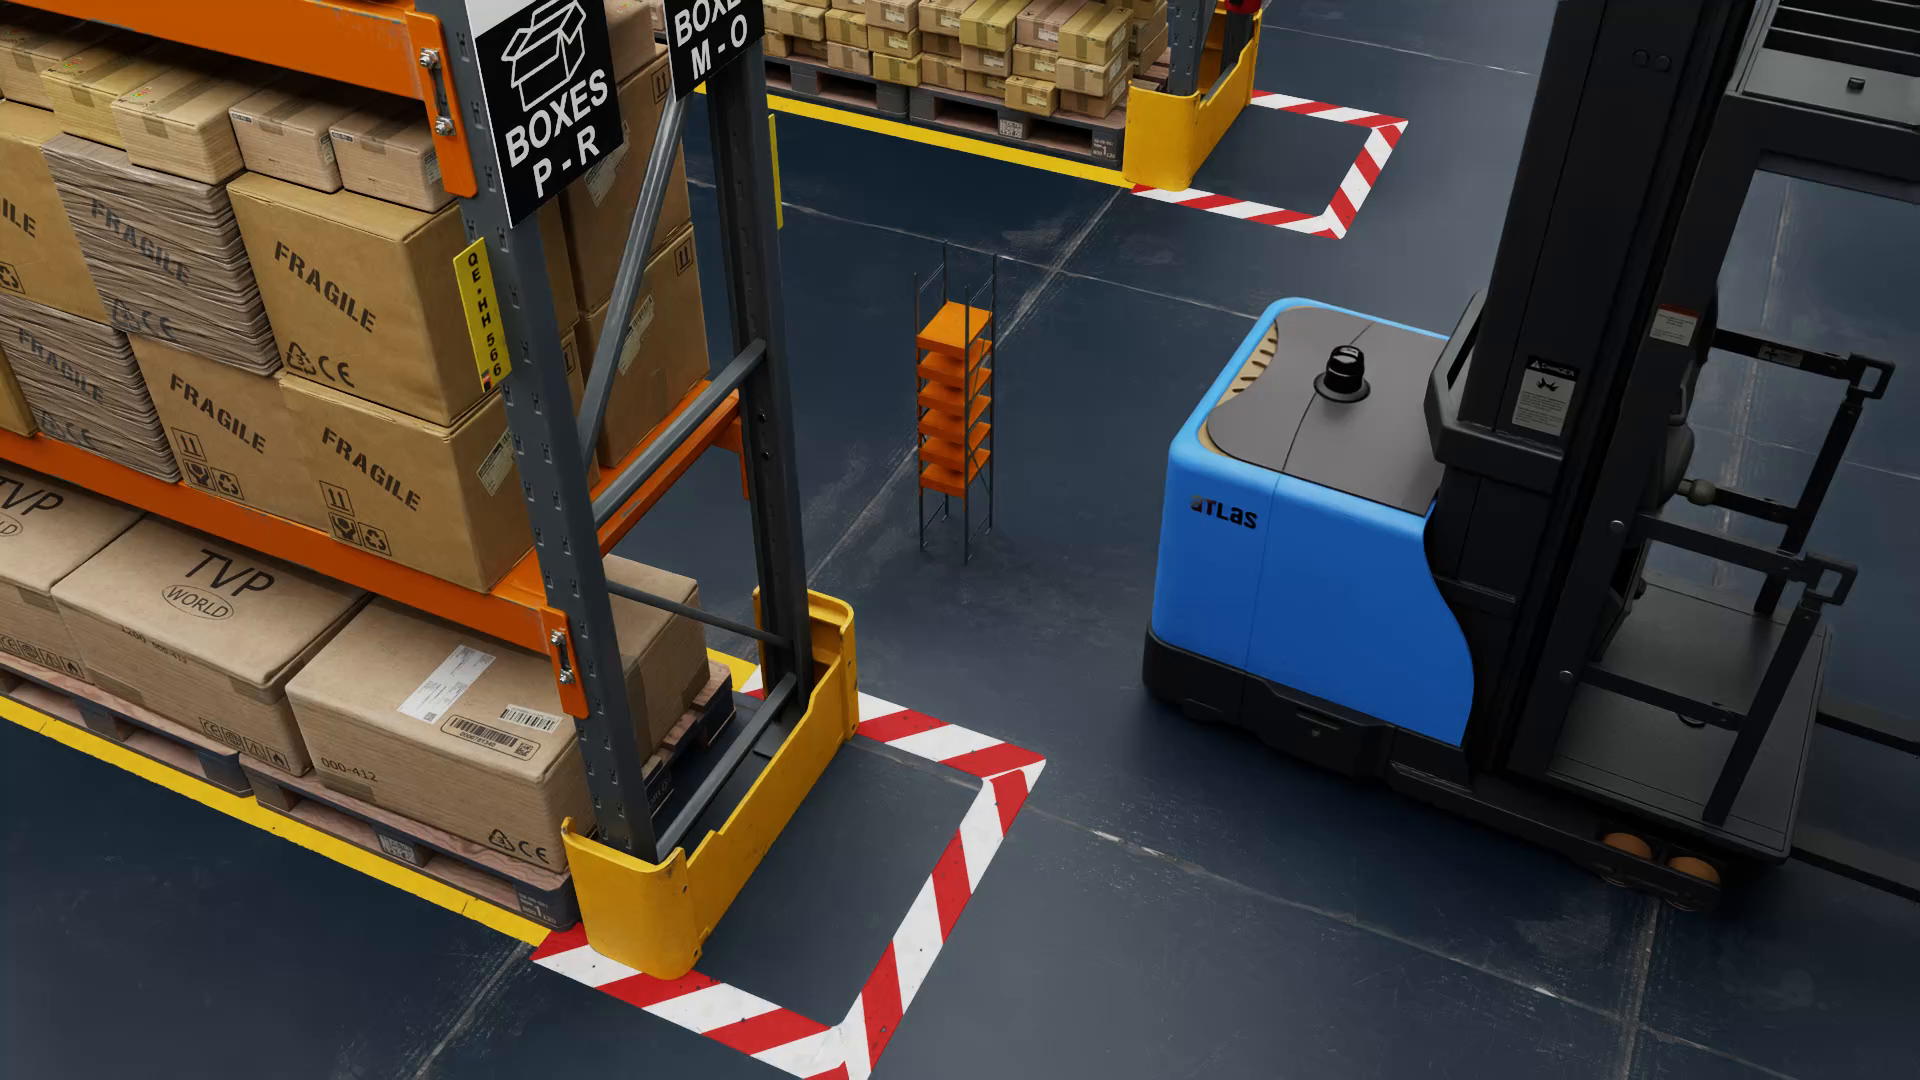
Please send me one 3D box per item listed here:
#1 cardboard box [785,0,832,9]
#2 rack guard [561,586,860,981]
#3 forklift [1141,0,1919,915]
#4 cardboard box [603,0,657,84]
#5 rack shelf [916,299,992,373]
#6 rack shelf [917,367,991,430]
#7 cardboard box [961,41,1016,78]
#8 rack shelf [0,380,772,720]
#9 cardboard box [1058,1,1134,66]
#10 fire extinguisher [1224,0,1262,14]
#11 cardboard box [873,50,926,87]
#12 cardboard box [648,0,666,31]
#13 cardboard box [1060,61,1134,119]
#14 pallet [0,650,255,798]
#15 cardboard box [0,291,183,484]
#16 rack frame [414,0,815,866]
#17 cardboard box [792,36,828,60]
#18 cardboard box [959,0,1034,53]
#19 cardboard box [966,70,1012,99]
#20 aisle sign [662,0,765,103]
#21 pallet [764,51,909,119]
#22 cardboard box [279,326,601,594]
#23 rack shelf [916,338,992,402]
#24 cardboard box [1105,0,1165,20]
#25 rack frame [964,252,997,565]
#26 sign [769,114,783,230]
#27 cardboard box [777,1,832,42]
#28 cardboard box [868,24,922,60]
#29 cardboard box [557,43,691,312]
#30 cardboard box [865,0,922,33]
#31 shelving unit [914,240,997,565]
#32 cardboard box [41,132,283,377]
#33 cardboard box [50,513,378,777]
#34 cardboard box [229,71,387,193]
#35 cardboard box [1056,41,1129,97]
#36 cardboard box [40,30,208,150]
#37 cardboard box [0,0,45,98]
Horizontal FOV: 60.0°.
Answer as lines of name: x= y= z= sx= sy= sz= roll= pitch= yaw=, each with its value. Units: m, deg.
cardboard box: x=-0.731 y=-2.966 z=8.783 sx=0.250 sy=0.149 sz=0.380 roll=17 pitch=44 yaw=19
rack guard: x=-0.716 y=0.699 z=5.062 sx=0.348 sy=0.500 sz=1.175 roll=17 pitch=44 yaw=19
forklift: x=2.158 y=-0.399 z=4.473 sx=3.031 sy=2.935 sz=1.130 roll=19 pitch=44 yaw=21
cardboard box: x=-0.942 y=-1.175 z=3.981 sx=0.250 sy=0.149 sz=0.380 roll=18 pitch=44 yaw=20
rack shelf: x=-0.013 y=-0.696 z=5.655 sx=0.180 sy=0.103 sz=0.258 roll=17 pitch=44 yaw=19
rack shelf: x=-0.013 y=-0.514 z=5.812 sx=0.180 sy=0.103 sz=0.258 roll=17 pitch=44 yaw=19
cardboard box: x=0.193 y=-2.532 z=8.510 sx=0.250 sy=0.149 sz=0.380 roll=15 pitch=43 yaw=17
rack shelf: x=-2.550 y=-0.534 z=5.125 sx=4.000 sy=0.370 sz=1.077 roll=17 pitch=44 yaw=19
cardboard box: x=0.677 y=-2.521 z=8.270 sx=0.250 sy=0.149 sz=0.380 roll=17 pitch=44 yaw=19
fire extinguisher: x=1.297 y=-2.704 z=7.424 sx=0.183 sy=0.674 sz=0.296 roll=17 pitch=44 yaw=19
cardboard box: x=-0.267 y=-2.551 z=8.759 sx=0.250 sy=0.149 sz=0.380 roll=15 pitch=43 yaw=17
cardboard box: x=-1.679 y=-3.004 z=9.282 sx=0.250 sy=0.149 sz=0.380 roll=17 pitch=44 yaw=18
cardboard box: x=0.699 y=-2.322 z=8.494 sx=0.250 sy=0.149 sz=0.380 roll=18 pitch=44 yaw=19
pallet: x=-2.597 y=0.288 z=5.757 sx=1.213 sy=0.211 sz=1.003 roll=17 pitch=44 yaw=19
cardboard box: x=-2.205 y=-0.551 z=4.519 sx=0.500 sy=0.500 sz=0.500 roll=18 pitch=44 yaw=20
rack frame: x=-0.738 y=-0.252 z=4.251 sx=0.127 sy=3.000 sz=1.000 roll=17 pitch=44 yaw=19
cardboard box: x=-0.704 y=-2.753 z=8.992 sx=0.250 sy=0.149 sz=0.380 roll=18 pitch=44 yaw=20
cardboard box: x=0.185 y=-2.621 z=8.385 sx=0.250 sy=0.149 sz=0.380 roll=16 pitch=43 yaw=18
cardboard box: x=0.220 y=-2.457 z=8.651 sx=0.250 sy=0.149 sz=0.380 roll=17 pitch=44 yaw=18
aisle sign: x=-0.550 y=-1.387 z=3.575 sx=0.004 sy=0.787 sz=0.394 roll=17 pitch=44 yaw=19
pallet: x=-0.628 y=-2.770 z=9.285 sx=1.213 sy=0.211 sz=1.003 roll=17 pitch=44 yaw=19
cardboard box: x=-1.287 y=-0.266 z=4.191 sx=0.500 sy=0.500 sz=0.500 roll=17 pitch=44 yaw=19
rack shelf: x=-0.013 y=-0.605 z=5.734 sx=0.180 sy=0.103 sz=0.258 roll=17 pitch=44 yaw=19
cardboard box: x=0.933 y=-2.871 z=8.674 sx=0.250 sy=0.149 sz=0.380 roll=15 pitch=43 yaw=17
rack frame: x=0.070 y=-0.432 z=5.832 sx=0.006 sy=1.200 sz=0.240 roll=17 pitch=44 yaw=19
sign: x=-0.497 y=-0.937 z=4.319 sx=0.005 sy=0.325 sz=0.100 roll=17 pitch=44 yaw=19
cardboard box: x=-0.767 y=-2.809 z=8.830 sx=0.250 sy=0.149 sz=0.380 roll=17 pitch=44 yaw=19
cardboard box: x=-0.282 y=-2.667 z=8.666 sx=0.250 sy=0.149 sz=0.380 roll=18 pitch=44 yaw=19
cardboard box: x=-1.052 y=-0.970 z=4.239 sx=0.500 sy=0.500 sz=0.500 roll=16 pitch=43 yaw=18
cardboard box: x=-0.290 y=-2.771 z=8.559 sx=0.250 sy=0.149 sz=0.380 roll=19 pitch=44 yaw=20
shelving unit: x=-0.013 y=-0.457 z=5.862 sx=0.189 sy=1.200 sz=0.258 roll=17 pitch=44 yaw=19
cardboard box: x=-1.761 y=-0.787 z=4.028 sx=0.500 sy=0.500 sz=0.500 roll=17 pitch=44 yaw=19
cardboard box: x=-2.211 y=0.185 z=5.381 sx=0.875 sy=0.438 sz=0.875 roll=18 pitch=44 yaw=20
cardboard box: x=-1.388 y=-0.949 z=3.720 sx=0.250 sy=0.149 sz=0.380 roll=18 pitch=44 yaw=19
cardboard box: x=0.665 y=-2.389 z=8.345 sx=0.250 sy=0.149 sz=0.380 roll=16 pitch=43 yaw=18
cardboard box: x=-1.868 y=-1.065 z=3.854 sx=0.250 sy=0.149 sz=0.380 roll=18 pitch=44 yaw=20
cardboard box: x=-2.327 y=-1.214 z=4.026 sx=0.250 sy=0.149 sz=0.380 roll=18 pitch=44 yaw=20
